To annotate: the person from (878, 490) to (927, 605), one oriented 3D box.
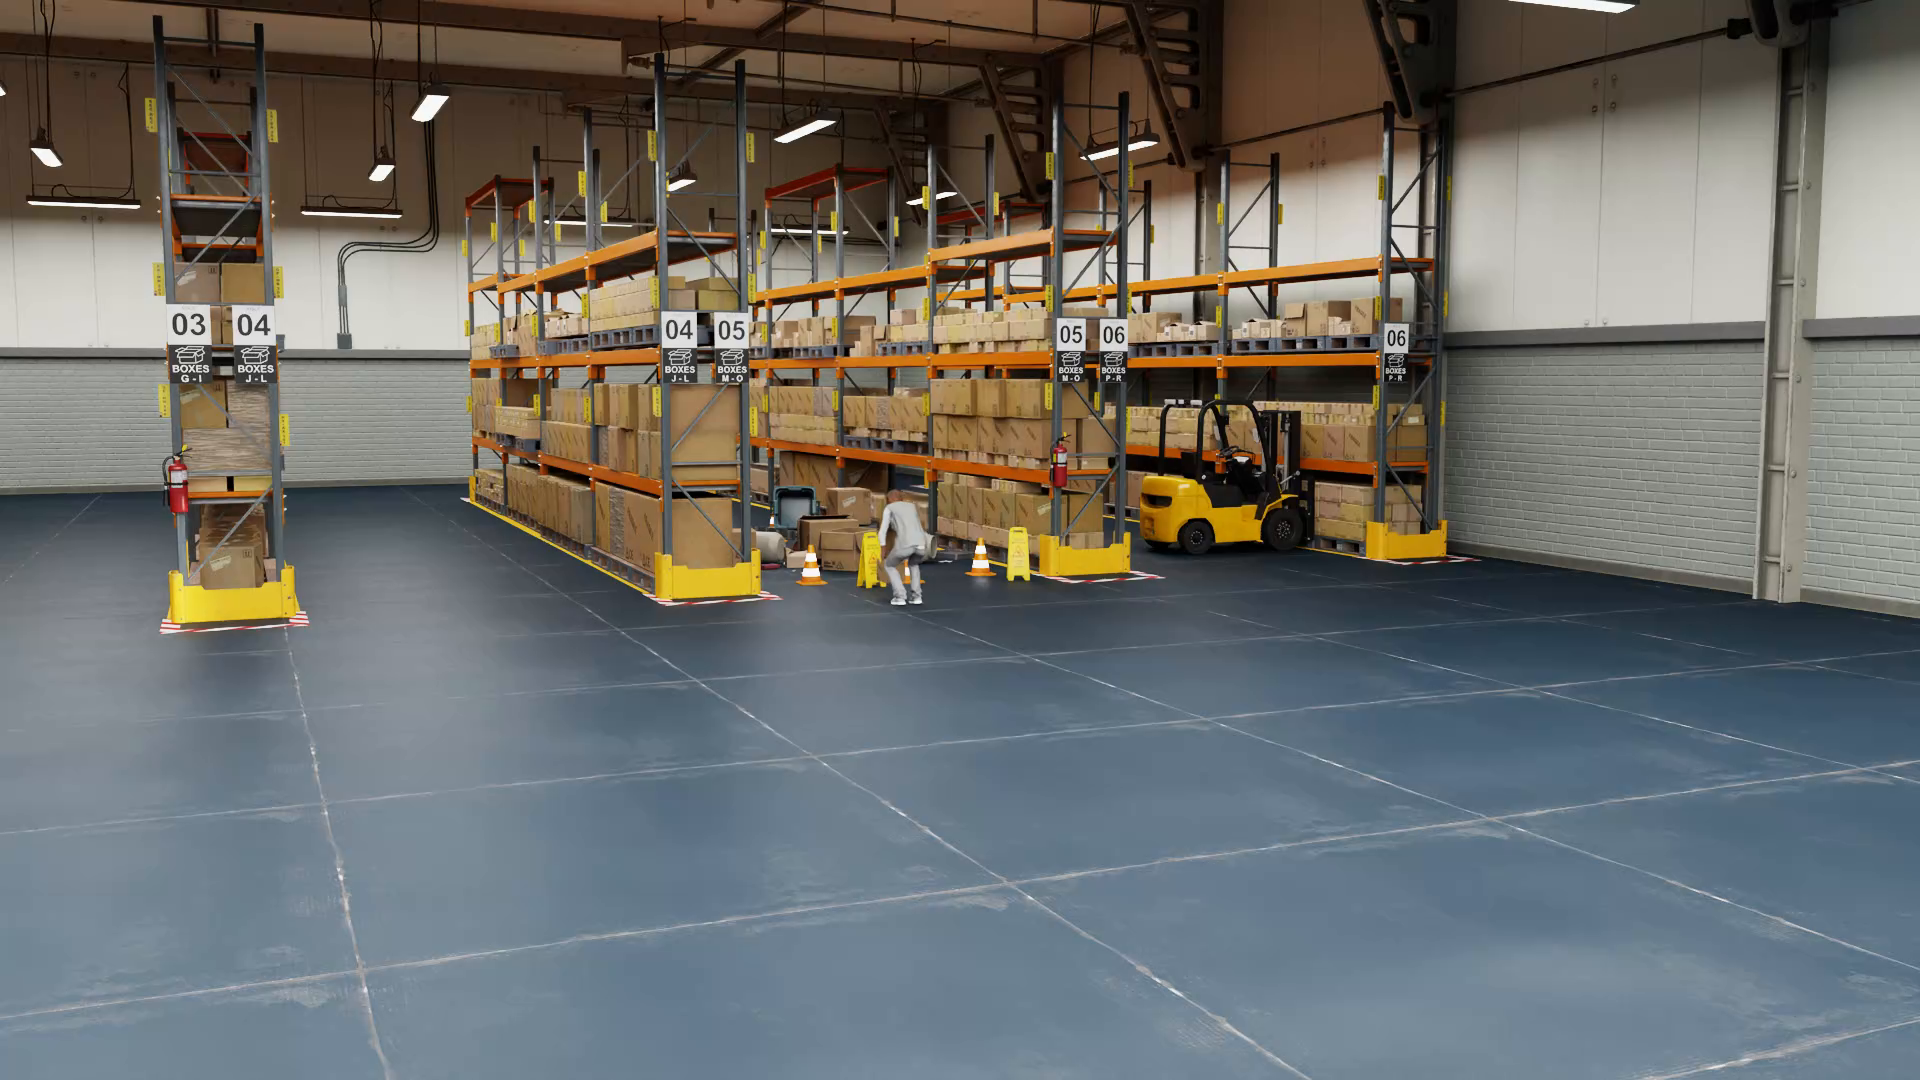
[{"bbox_3d":[-0.632,0.095,18.180,0.463,1.225,0.685,-2,6,-24],"label":"person"}]
